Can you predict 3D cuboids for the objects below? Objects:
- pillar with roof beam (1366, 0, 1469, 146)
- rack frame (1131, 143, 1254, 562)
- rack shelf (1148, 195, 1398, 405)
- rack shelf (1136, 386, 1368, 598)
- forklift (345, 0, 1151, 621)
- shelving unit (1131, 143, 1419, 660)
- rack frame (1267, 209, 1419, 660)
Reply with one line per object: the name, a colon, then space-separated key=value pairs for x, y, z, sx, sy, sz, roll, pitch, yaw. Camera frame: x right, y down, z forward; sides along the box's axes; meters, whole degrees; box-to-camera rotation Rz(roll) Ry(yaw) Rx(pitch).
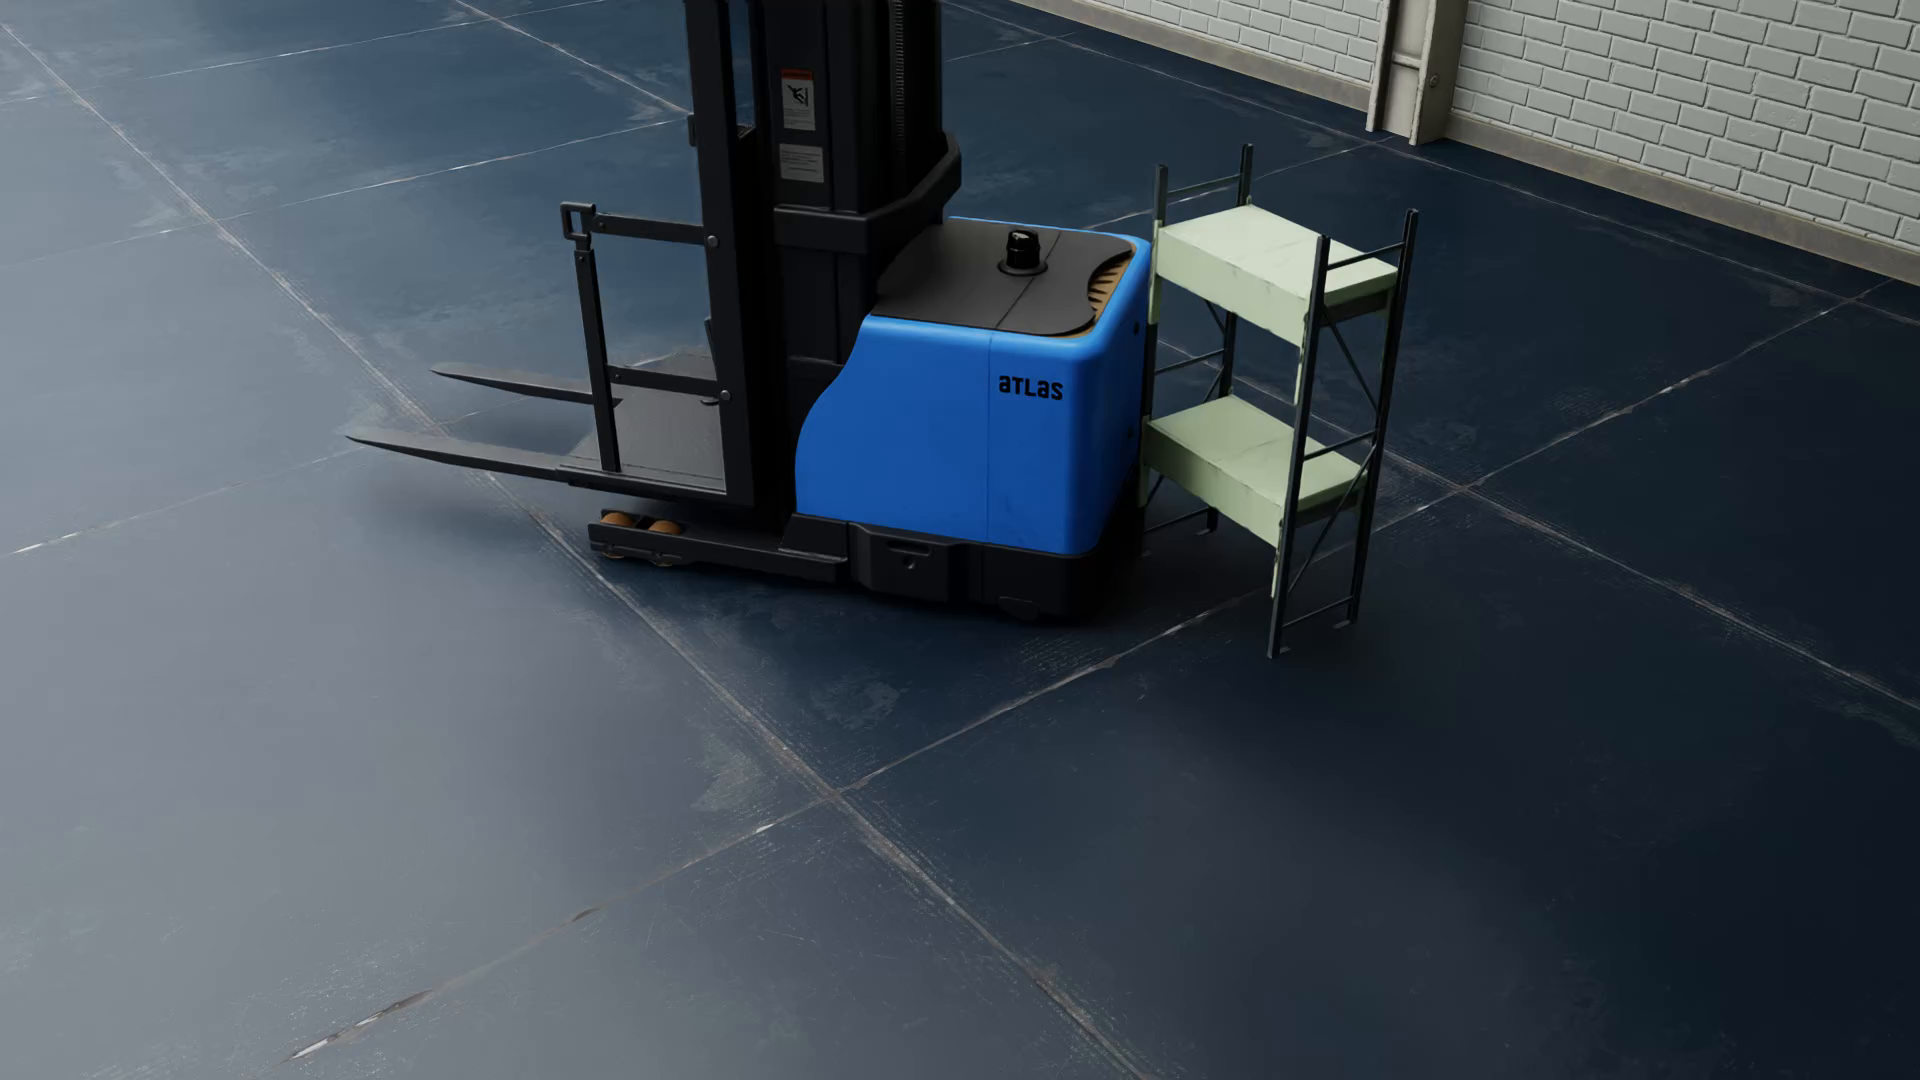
pillar with roof beam: x=-0.631 y=-4.958 z=5.704 sx=9.100 sy=9.000 sz=0.400 roll=-22 pitch=38 yaw=-31
rack frame: x=0.802 y=-0.619 z=5.825 sx=0.400 sy=1.500 sz=0.023 roll=-19 pitch=37 yaw=-28
rack shelf: x=1.006 y=-0.790 z=5.360 sx=0.431 sy=0.370 sz=0.720 roll=-19 pitch=37 yaw=-28
rack shelf: x=1.006 y=-0.181 z=5.738 sx=0.431 sy=0.370 sz=0.720 roll=-19 pitch=37 yaw=-28
forklift: x=-0.856 y=-1.402 z=5.730 sx=3.031 sy=2.935 sz=1.130 roll=9 pitch=33 yaw=14
shelving unit: x=1.006 y=-0.458 z=5.566 sx=0.431 sy=1.500 sz=0.755 roll=-19 pitch=37 yaw=-28
rack frame: x=1.209 y=-0.298 z=5.308 sx=0.400 sy=1.500 sz=0.023 roll=-19 pitch=37 yaw=-28
